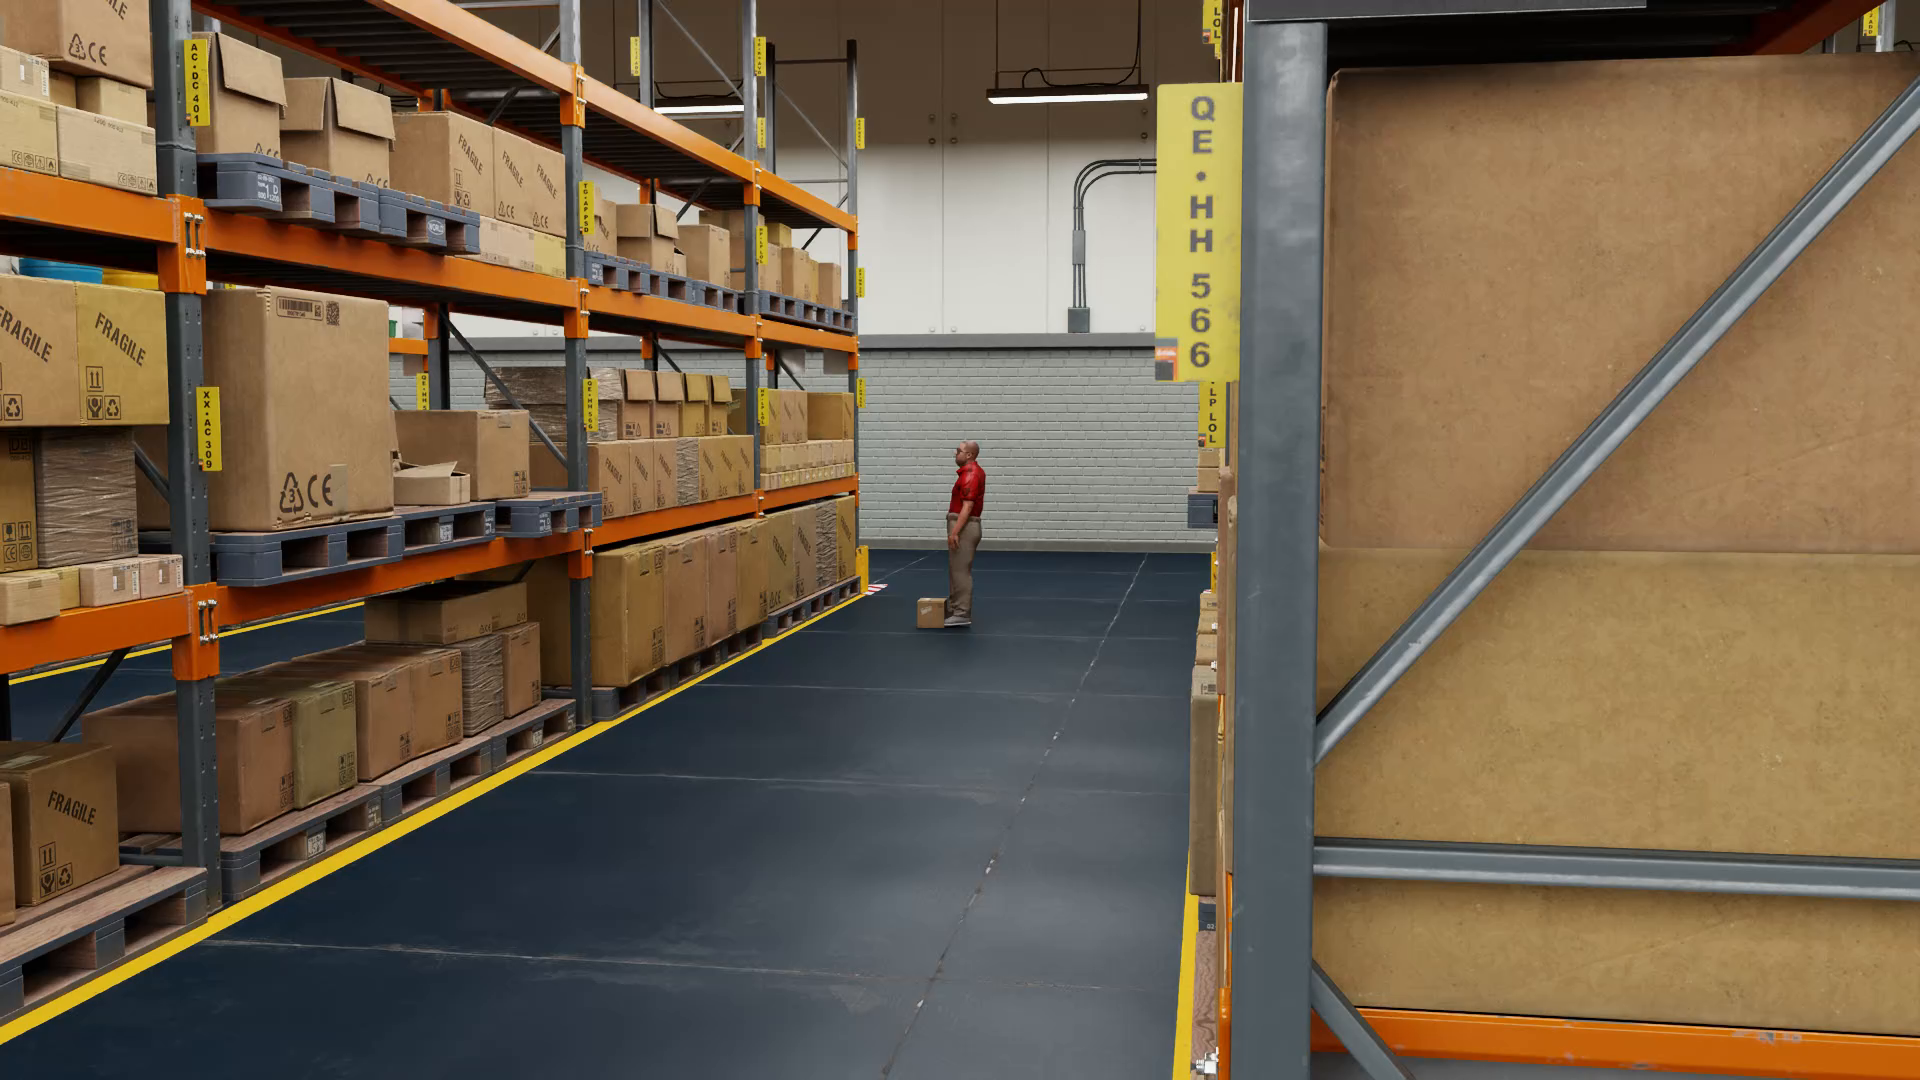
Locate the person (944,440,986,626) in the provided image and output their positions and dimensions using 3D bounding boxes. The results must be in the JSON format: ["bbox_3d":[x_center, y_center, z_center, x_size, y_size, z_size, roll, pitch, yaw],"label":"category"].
[{"bbox_3d":[-0.053,-0.064,15.461,0.551,1.727,0.640,1,4,9],"label":"person"}]
